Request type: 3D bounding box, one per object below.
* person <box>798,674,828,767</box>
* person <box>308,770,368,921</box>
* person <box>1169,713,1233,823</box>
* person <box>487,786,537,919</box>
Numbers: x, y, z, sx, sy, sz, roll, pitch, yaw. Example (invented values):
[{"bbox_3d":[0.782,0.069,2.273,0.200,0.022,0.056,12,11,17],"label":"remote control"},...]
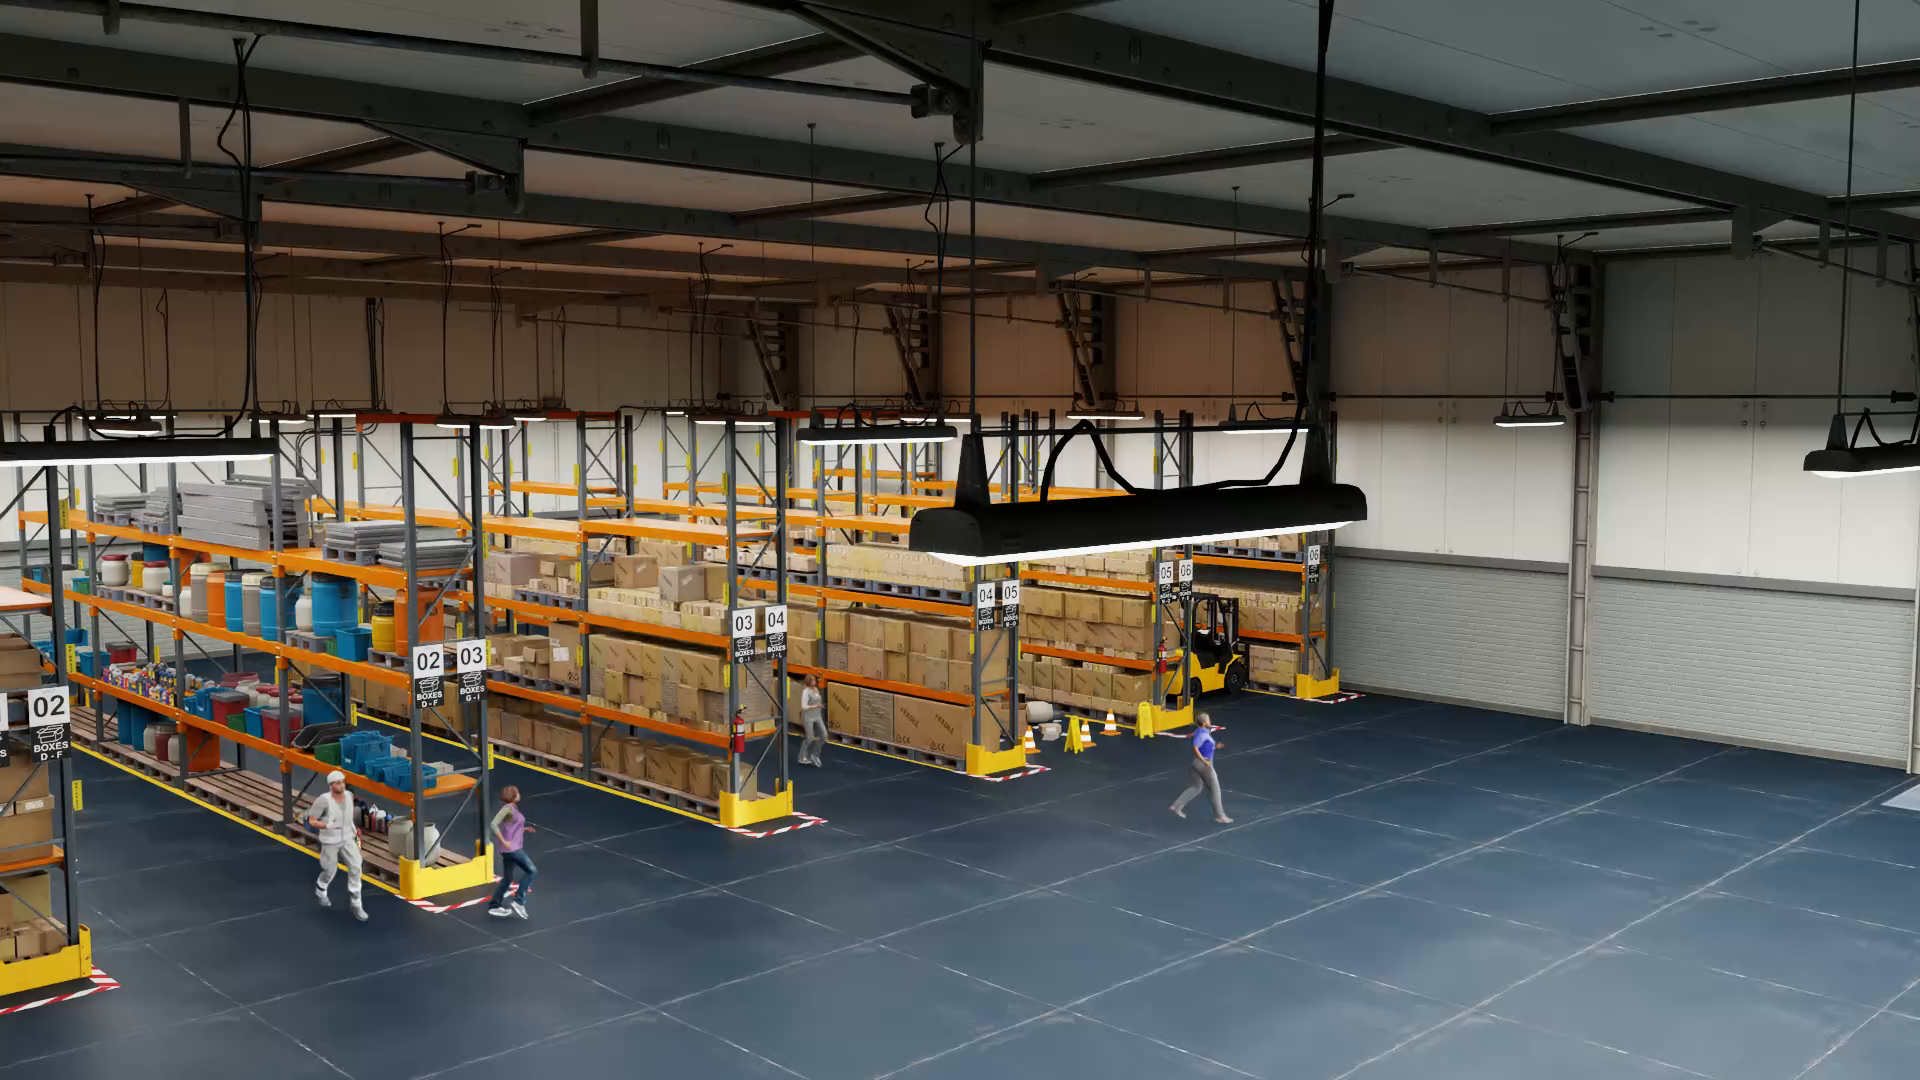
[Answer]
[{"bbox_3d":[-2.499,3.077,28.327,0.639,1.608,0.517,4,6,35],"label":"person"},{"bbox_3d":[-7.592,3.684,20.222,0.937,1.808,0.683,4,7,42],"label":"person"},{"bbox_3d":[3.572,3.357,24.499,0.941,1.644,0.574,-1,5,-11],"label":"person"},{"bbox_3d":[-5.468,3.791,20.233,0.596,1.605,0.549,-2,5,-20],"label":"person"}]
